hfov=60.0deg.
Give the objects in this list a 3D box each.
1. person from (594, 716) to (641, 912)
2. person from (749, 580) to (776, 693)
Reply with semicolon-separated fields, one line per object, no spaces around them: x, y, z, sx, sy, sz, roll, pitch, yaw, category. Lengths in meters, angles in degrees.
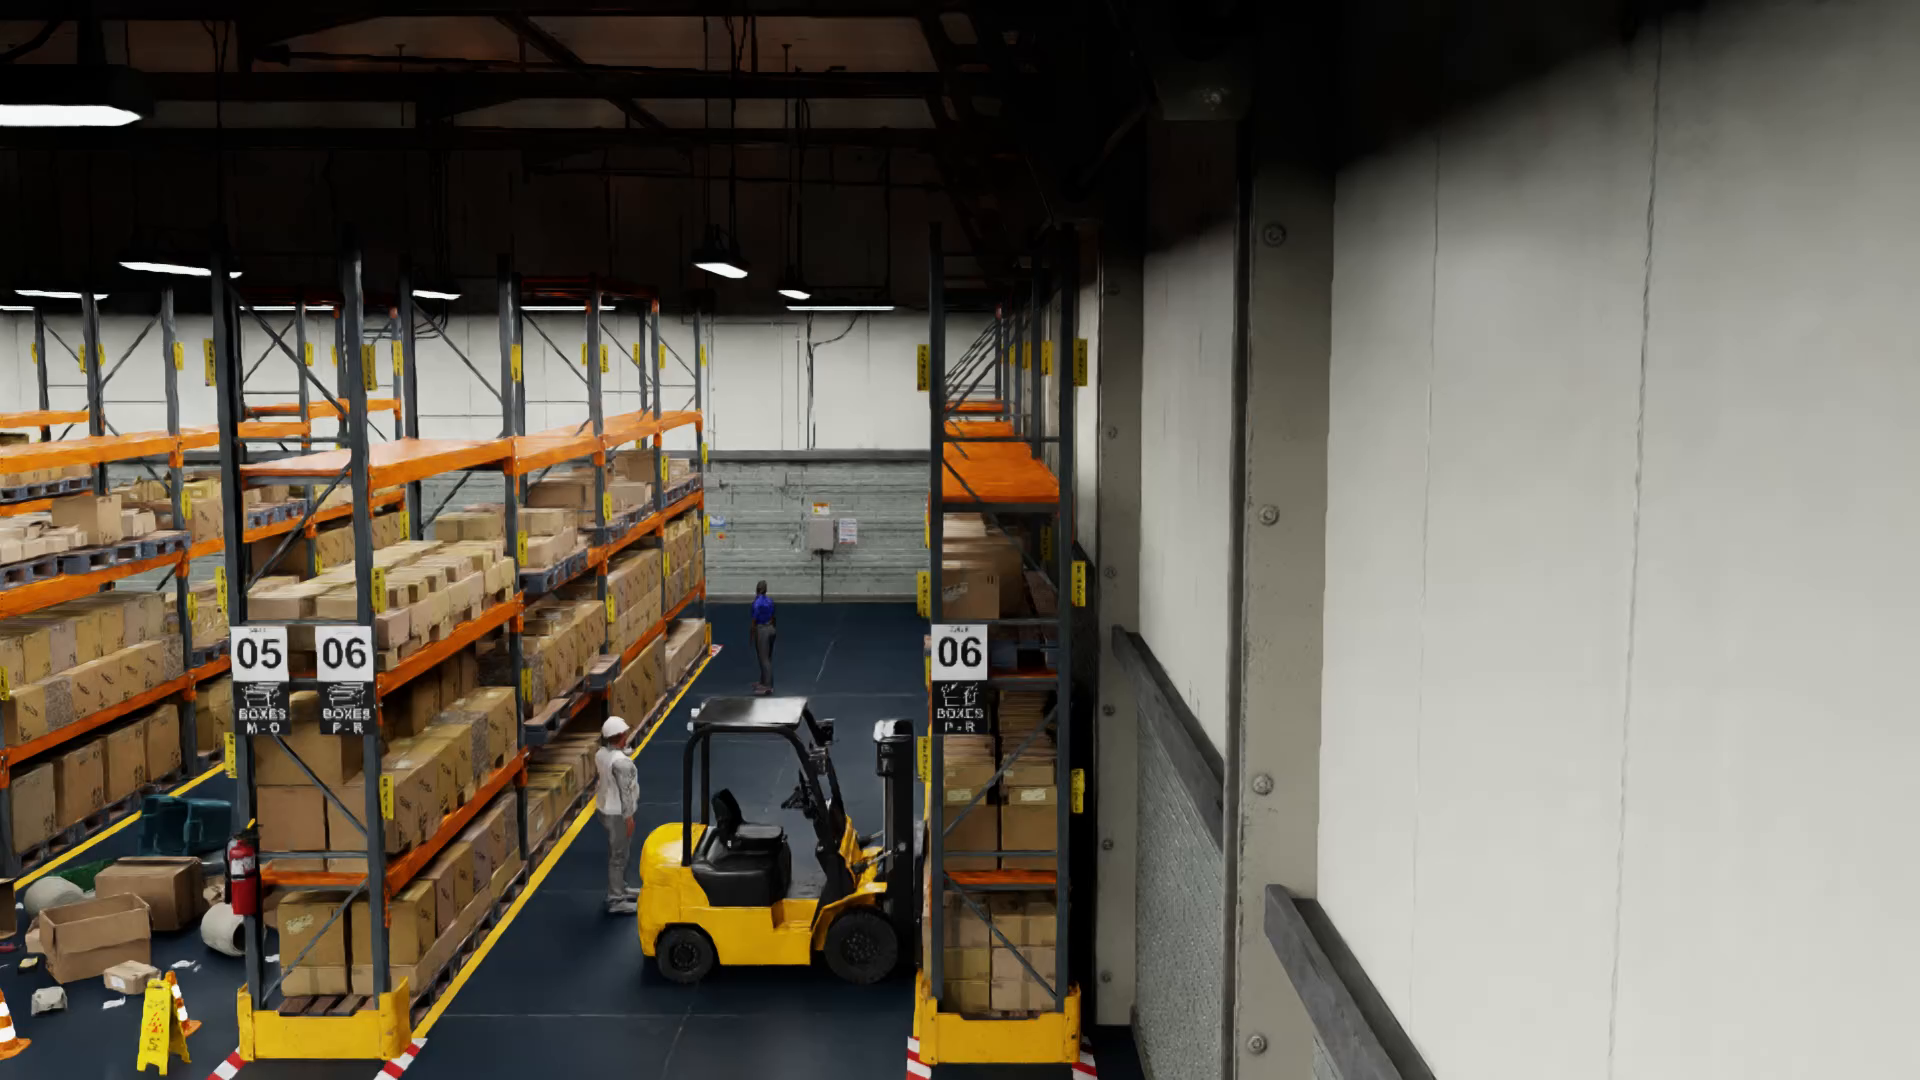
-3.110;2.492;15.304;0.450;1.776;0.584;-4;8;-32;person
-2.977;1.436;24.944;0.543;1.633;0.574;4;8;28;person
